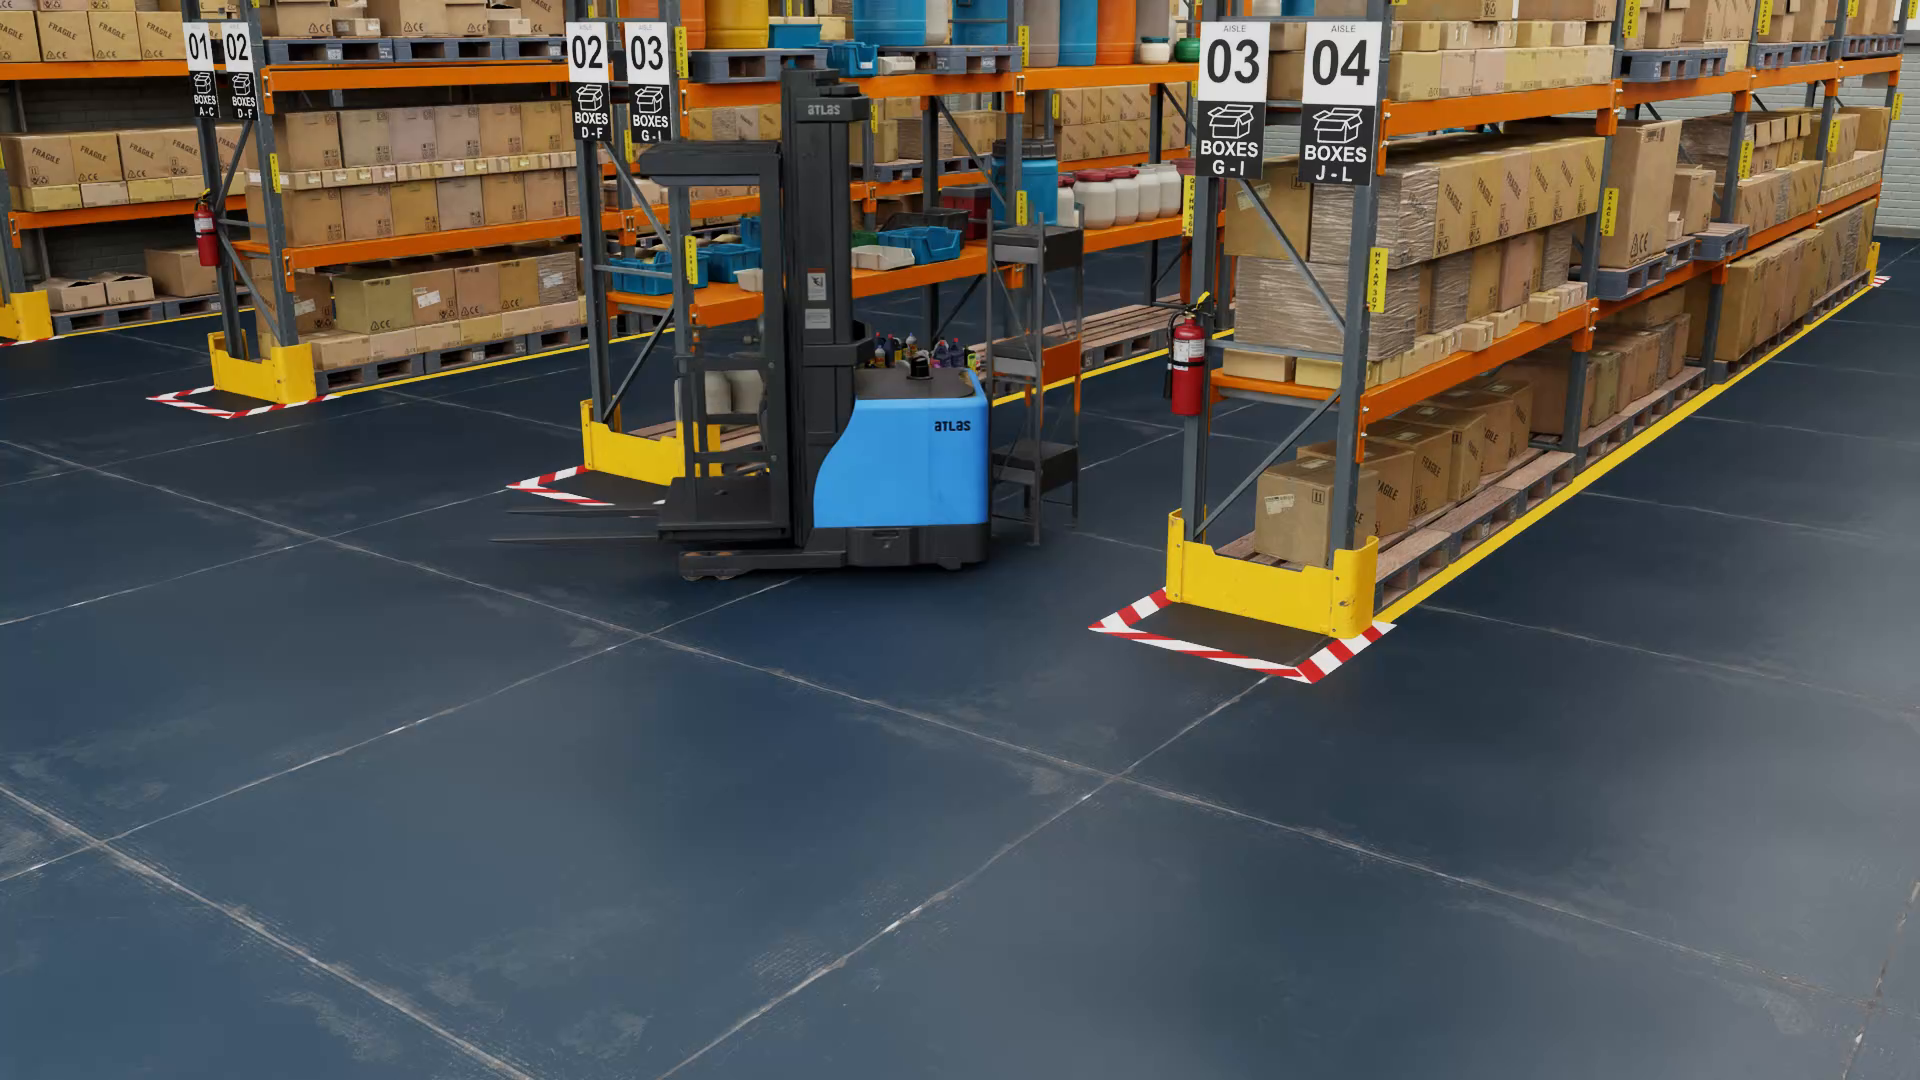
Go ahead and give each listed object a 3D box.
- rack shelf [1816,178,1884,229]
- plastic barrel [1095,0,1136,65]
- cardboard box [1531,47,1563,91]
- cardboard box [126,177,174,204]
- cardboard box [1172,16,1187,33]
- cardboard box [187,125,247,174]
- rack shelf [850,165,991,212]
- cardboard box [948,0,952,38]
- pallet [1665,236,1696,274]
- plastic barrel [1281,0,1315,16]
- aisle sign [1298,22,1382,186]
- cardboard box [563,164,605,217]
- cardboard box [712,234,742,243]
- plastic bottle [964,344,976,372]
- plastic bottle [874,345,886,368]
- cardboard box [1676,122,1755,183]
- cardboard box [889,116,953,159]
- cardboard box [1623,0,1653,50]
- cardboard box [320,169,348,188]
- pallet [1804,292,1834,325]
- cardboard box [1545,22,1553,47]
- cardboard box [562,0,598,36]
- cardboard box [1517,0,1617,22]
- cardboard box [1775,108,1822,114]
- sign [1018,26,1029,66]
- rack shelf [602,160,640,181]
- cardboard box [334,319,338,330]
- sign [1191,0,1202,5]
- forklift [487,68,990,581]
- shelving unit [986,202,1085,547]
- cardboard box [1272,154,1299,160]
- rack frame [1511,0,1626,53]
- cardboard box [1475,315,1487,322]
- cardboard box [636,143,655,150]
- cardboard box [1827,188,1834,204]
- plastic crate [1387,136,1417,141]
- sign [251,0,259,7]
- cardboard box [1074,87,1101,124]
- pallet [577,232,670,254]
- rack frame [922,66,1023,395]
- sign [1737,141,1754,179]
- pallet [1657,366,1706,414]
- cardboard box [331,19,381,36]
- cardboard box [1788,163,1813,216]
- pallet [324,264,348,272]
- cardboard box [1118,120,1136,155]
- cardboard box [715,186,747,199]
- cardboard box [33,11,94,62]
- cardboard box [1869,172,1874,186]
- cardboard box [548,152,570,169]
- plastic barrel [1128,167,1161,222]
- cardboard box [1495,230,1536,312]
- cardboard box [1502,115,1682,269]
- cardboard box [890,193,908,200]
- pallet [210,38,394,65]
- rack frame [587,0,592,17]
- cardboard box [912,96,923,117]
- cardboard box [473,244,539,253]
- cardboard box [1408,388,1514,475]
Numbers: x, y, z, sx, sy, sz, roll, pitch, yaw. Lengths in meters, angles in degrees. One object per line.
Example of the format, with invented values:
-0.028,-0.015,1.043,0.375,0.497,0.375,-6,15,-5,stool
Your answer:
10.038,-4.004,19.791,1.077,0.370,4.000,12,21,35,rack shelf
1.431,-5.118,16.385,0.600,0.830,0.708,12,21,35,plastic barrel
3.398,-2.927,10.306,0.500,0.250,0.500,12,21,34,cardboard box
-9.086,-3.883,18.409,0.500,0.250,0.500,12,21,34,cardboard box
3.174,-8.007,25.823,0.500,0.250,0.500,12,21,35,cardboard box
-8.490,-4.482,19.074,0.500,0.500,0.500,12,21,33,cardboard box
-0.299,-4.802,22.363,1.077,0.370,4.000,12,21,35,rack shelf
-0.260,-6.926,21.885,0.600,0.600,0.600,11,21,33,cardboard box
5.316,-2.348,13.570,1.003,0.211,1.213,12,21,35,pallet
3.974,-6.185,18.992,0.600,0.901,0.708,12,21,35,plastic barrel
1.900,-2.186,8.343,0.394,0.787,0.004,12,21,35,aisle sign
-4.134,-3.658,17.296,0.700,0.500,0.500,12,21,33,cardboard box
-2.651,-3.504,19.953,0.500,0.311,0.500,12,21,33,cardboard box
0.080,-1.581,14.614,0.061,0.283,0.133,14,22,37,plastic bottle
-0.702,-1.573,14.610,0.097,0.271,0.097,0,17,0,plastic bottle
6.911,-3.616,15.471,0.797,0.503,0.637,13,22,37,cardboard box
-0.508,-5.272,21.786,0.500,0.500,0.700,-15,23,-40,cardboard box
4.439,-3.742,11.797,0.797,0.503,0.637,11,20,32,cardboard box
-5.696,-3.240,14.858,0.380,0.149,0.250,12,21,33,cardboard box
9.362,-2.706,19.103,1.003,0.211,1.213,12,21,35,pallet
3.448,-3.147,10.343,0.380,0.149,0.250,13,22,37,cardboard box
-5.234,-7.358,23.411,0.700,0.500,0.500,11,20,30,cardboard box
4.016,-3.674,10.947,0.500,0.500,0.500,12,21,33,cardboard box
10.125,-4.942,20.087,0.500,0.500,0.500,12,21,33,cardboard box
0.537,-4.178,14.066,0.100,0.325,0.005,12,21,35,sign
-4.280,-5.677,25.179,1.077,0.370,4.000,12,21,35,rack shelf
-5.887,-1.953,15.902,0.500,0.250,0.500,12,21,35,cardboard box
1.262,-2.971,8.702,0.100,0.325,0.005,12,21,35,sign
-1.360,-1.319,10.048,3.031,2.935,1.130,-1,17,-4,forklift
0.472,-1.056,10.602,0.431,2.100,0.503,11,20,32,shelving unit
2.118,-1.975,9.689,0.500,0.500,0.500,12,21,35,cardboard box
4.079,-4.830,11.125,1.000,3.000,0.127,12,21,35,rack frame
3.071,-1.342,10.430,0.380,0.149,0.250,12,21,35,cardboard box
-4.657,-5.937,24.100,0.500,0.500,0.500,13,22,36,cardboard box
9.446,-3.825,18.427,0.380,0.149,0.250,12,21,33,cardboard box
5.602,-4.974,21.493,0.402,0.464,0.583,12,21,35,plastic crate
-5.816,-4.552,13.680,0.100,0.325,0.005,12,21,35,sign
1.706,-6.333,24.225,0.500,0.500,0.500,12,21,33,cardboard box
-4.941,-4.387,24.514,1.003,0.211,1.213,12,21,35,pallet
0.101,-2.841,14.833,1.000,3.000,0.127,12,21,35,rack frame
6.904,-3.340,14.621,0.100,0.325,0.005,12,21,35,sign
5.996,-1.401,14.898,1.003,0.211,1.213,12,21,35,pallet
-5.415,-4.593,14.898,0.380,0.149,0.250,12,21,35,cardboard box
8.486,-3.642,17.246,0.500,0.500,0.500,13,22,36,cardboard box
-7.392,-3.445,21.482,1.003,0.211,1.213,12,21,35,pallet
2.319,-6.106,25.180,0.500,0.500,0.500,12,21,34,cardboard box
-2.791,-4.189,19.008,0.500,0.500,0.500,12,21,35,cardboard box
-9.490,-5.285,17.446,0.500,0.500,0.500,14,22,38,cardboard box
10.977,-4.438,20.402,0.380,0.149,0.250,12,21,35,cardboard box
-4.167,-3.850,16.823,0.380,0.149,0.250,12,21,33,cardboard box
1.792,-3.464,16.651,0.421,0.512,0.421,0,17,0,plastic barrel
3.218,-1.809,10.842,0.875,0.500,0.500,12,21,35,cardboard box
4.665,-2.617,12.393,1.000,1.000,1.000,13,21,35,cardboard box
-1.340,-6.153,29.005,0.700,0.500,0.500,12,21,35,cardboard box
-5.816,-4.318,14.683,1.003,0.211,1.213,12,21,35,pallet
-5.472,-8.409,22.649,1.000,3.000,0.127,12,21,35,rack frame
-1.001,-7.469,29.233,0.980,0.700,0.700,14,22,37,cardboard box
-4.694,-2.787,17.324,0.500,0.500,0.500,12,21,35,cardboard box
3.474,-0.746,11.596,0.500,0.500,0.500,-12,21,-33,cardboard box
